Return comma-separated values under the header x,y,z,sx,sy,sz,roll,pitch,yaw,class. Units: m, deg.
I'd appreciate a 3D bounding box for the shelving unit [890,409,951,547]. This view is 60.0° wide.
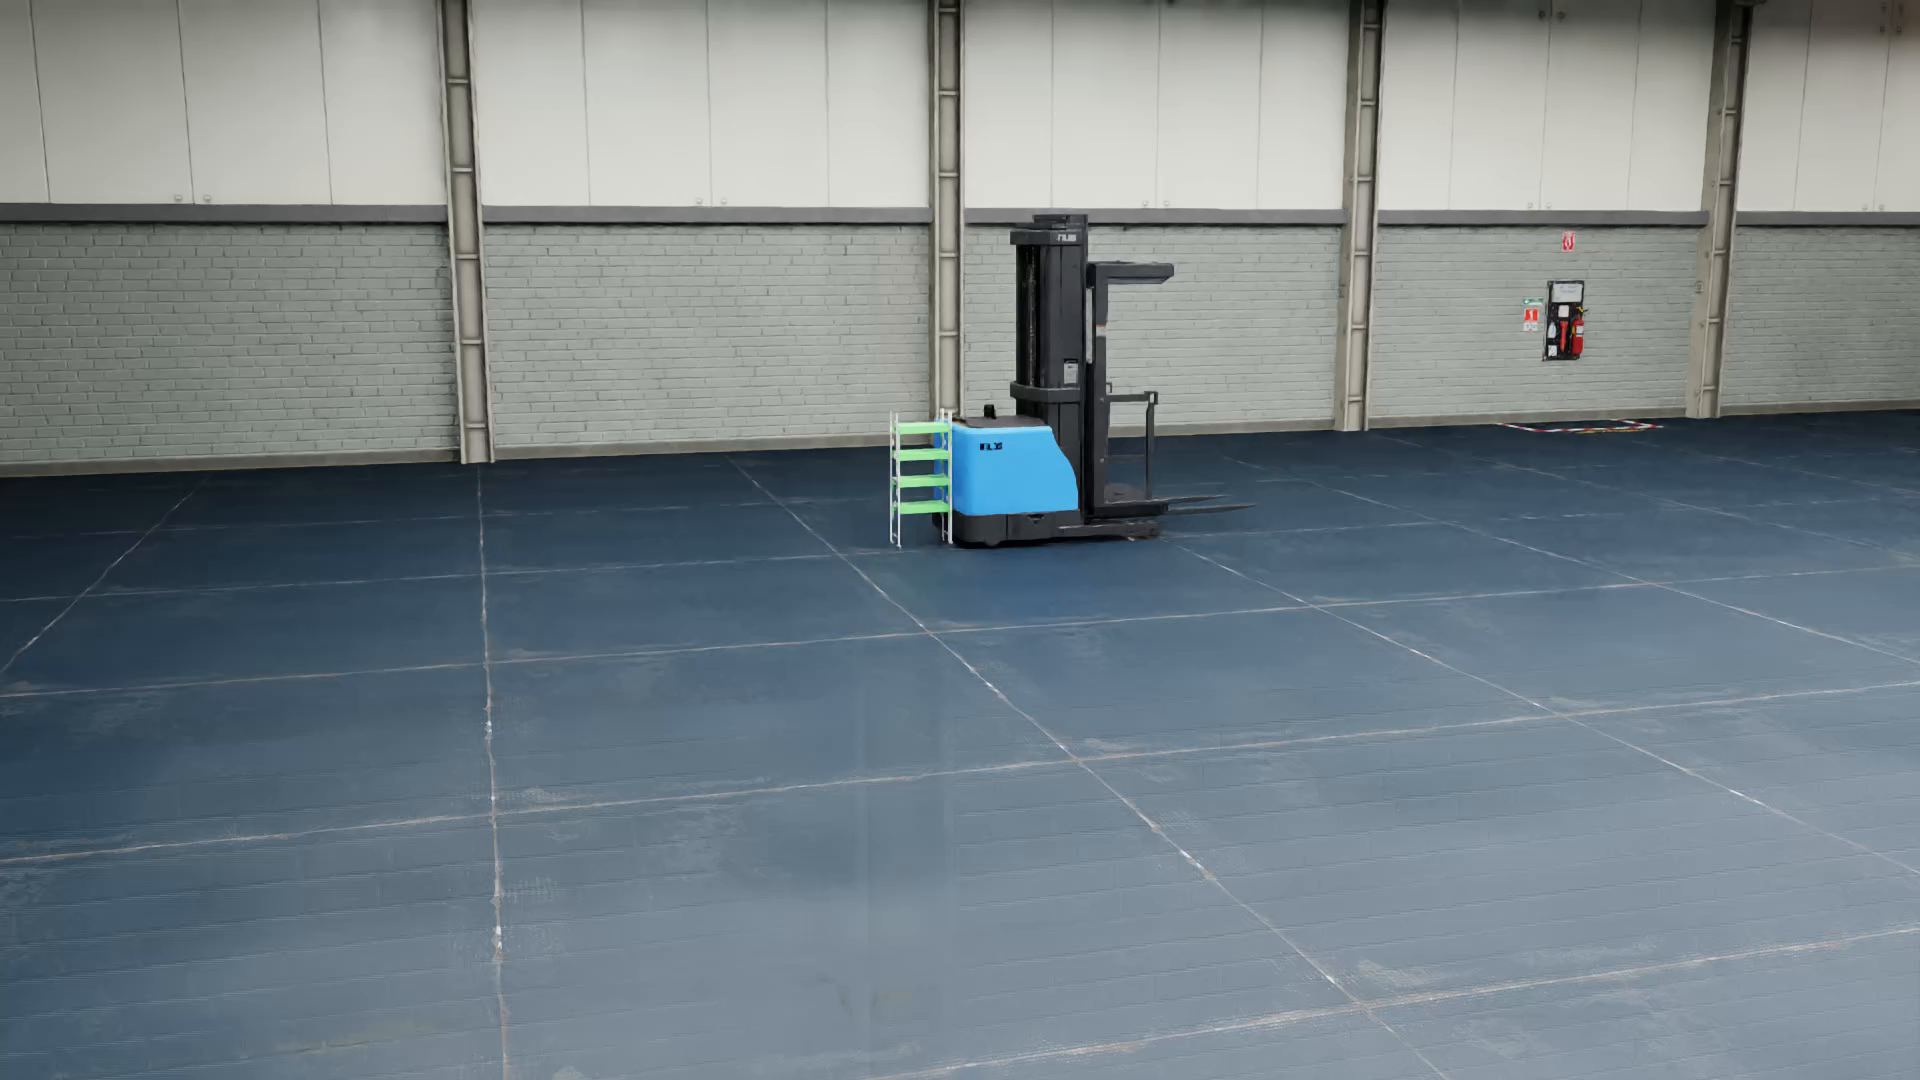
x,y,z,sx,sy,sz,roll,pitch,yaw,class
-0.356,-0.564,15.001,0.503,1.200,0.258,-4,11,-19,shelving unit

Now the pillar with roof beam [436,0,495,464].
x,y,z,sx,sy,sz,roll,pitch,yaw,class
-4.734,-4.641,15.605,0.400,9.000,9.100,-3,11,-16,pillar with roof beam

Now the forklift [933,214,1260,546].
x,y,z,sx,sy,sz,roll,pitch,yaw,class
1.320,-1.524,15.434,3.031,2.935,1.130,-4,11,-19,forklift

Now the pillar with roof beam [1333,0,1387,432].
x,y,z,sx,sy,sz,roll,pitch,yaw,class
6.788,-5.248,18.904,0.400,9.000,9.100,-3,11,-16,pillar with roof beam

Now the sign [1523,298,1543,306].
x,y,z,sx,sy,sz,roll,pitch,yaw,class
8.409,-3.498,24.405,0.331,0.109,0.001,-3,11,-16,sign

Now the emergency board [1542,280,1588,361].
x,y,z,sx,sy,sz,roll,pitch,yaw,class
8.962,-3.231,24.518,0.643,1.169,0.194,-3,11,-16,emergency board

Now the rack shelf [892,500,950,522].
x,y,z,sx,sy,sz,roll,pitch,yaw,class
-0.356,-0.265,15.056,0.480,0.148,0.258,-4,11,-19,rack shelf

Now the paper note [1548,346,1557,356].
x,y,z,sx,sy,sz,roll,pitch,yaw,class
8.773,-2.801,24.615,0.142,0.148,0.016,-3,11,-16,paper note

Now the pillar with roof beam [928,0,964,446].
x,y,z,sx,sy,sz,roll,pitch,yaw,class
1.027,-4.945,17.255,0.400,9.000,9.100,-3,11,-16,pillar with roof beam

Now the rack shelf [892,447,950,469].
x,y,z,sx,sy,sz,roll,pitch,yaw,class
-0.356,-0.738,14.970,0.480,0.148,0.258,-4,11,-19,rack shelf

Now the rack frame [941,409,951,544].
x,y,z,sx,sy,sz,roll,pitch,yaw,class
-0.125,-0.579,15.080,0.015,1.200,0.240,-4,11,-19,rack frame

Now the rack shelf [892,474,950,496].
x,y,z,sx,sy,sz,roll,pitch,yaw,class
-0.356,-0.501,15.013,0.480,0.148,0.258,-4,11,-19,rack shelf

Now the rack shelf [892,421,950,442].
x,y,z,sx,sy,sz,roll,pitch,yaw,class
-0.356,-0.974,14.926,0.480,0.148,0.258,-4,11,-19,rack shelf

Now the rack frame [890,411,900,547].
x,y,z,sx,sy,sz,roll,pitch,yaw,class
-0.586,-0.550,14.923,0.015,1.200,0.240,-4,11,-19,rack frame

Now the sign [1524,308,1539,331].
x,y,z,sx,sy,sz,roll,pitch,yaw,class
8.402,-3.239,24.461,0.234,0.329,0.001,-3,11,-16,sign

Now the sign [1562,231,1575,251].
x,y,z,sx,sy,sz,roll,pitch,yaw,class
8.926,-4.388,24.400,0.199,0.298,0.001,-3,11,-16,sign

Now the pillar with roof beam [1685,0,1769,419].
x,y,z,sx,sy,sz,roll,pitch,yaw,class
12.548,-5.552,20.553,0.548,9.000,9.100,-3,11,-16,pillar with roof beam
